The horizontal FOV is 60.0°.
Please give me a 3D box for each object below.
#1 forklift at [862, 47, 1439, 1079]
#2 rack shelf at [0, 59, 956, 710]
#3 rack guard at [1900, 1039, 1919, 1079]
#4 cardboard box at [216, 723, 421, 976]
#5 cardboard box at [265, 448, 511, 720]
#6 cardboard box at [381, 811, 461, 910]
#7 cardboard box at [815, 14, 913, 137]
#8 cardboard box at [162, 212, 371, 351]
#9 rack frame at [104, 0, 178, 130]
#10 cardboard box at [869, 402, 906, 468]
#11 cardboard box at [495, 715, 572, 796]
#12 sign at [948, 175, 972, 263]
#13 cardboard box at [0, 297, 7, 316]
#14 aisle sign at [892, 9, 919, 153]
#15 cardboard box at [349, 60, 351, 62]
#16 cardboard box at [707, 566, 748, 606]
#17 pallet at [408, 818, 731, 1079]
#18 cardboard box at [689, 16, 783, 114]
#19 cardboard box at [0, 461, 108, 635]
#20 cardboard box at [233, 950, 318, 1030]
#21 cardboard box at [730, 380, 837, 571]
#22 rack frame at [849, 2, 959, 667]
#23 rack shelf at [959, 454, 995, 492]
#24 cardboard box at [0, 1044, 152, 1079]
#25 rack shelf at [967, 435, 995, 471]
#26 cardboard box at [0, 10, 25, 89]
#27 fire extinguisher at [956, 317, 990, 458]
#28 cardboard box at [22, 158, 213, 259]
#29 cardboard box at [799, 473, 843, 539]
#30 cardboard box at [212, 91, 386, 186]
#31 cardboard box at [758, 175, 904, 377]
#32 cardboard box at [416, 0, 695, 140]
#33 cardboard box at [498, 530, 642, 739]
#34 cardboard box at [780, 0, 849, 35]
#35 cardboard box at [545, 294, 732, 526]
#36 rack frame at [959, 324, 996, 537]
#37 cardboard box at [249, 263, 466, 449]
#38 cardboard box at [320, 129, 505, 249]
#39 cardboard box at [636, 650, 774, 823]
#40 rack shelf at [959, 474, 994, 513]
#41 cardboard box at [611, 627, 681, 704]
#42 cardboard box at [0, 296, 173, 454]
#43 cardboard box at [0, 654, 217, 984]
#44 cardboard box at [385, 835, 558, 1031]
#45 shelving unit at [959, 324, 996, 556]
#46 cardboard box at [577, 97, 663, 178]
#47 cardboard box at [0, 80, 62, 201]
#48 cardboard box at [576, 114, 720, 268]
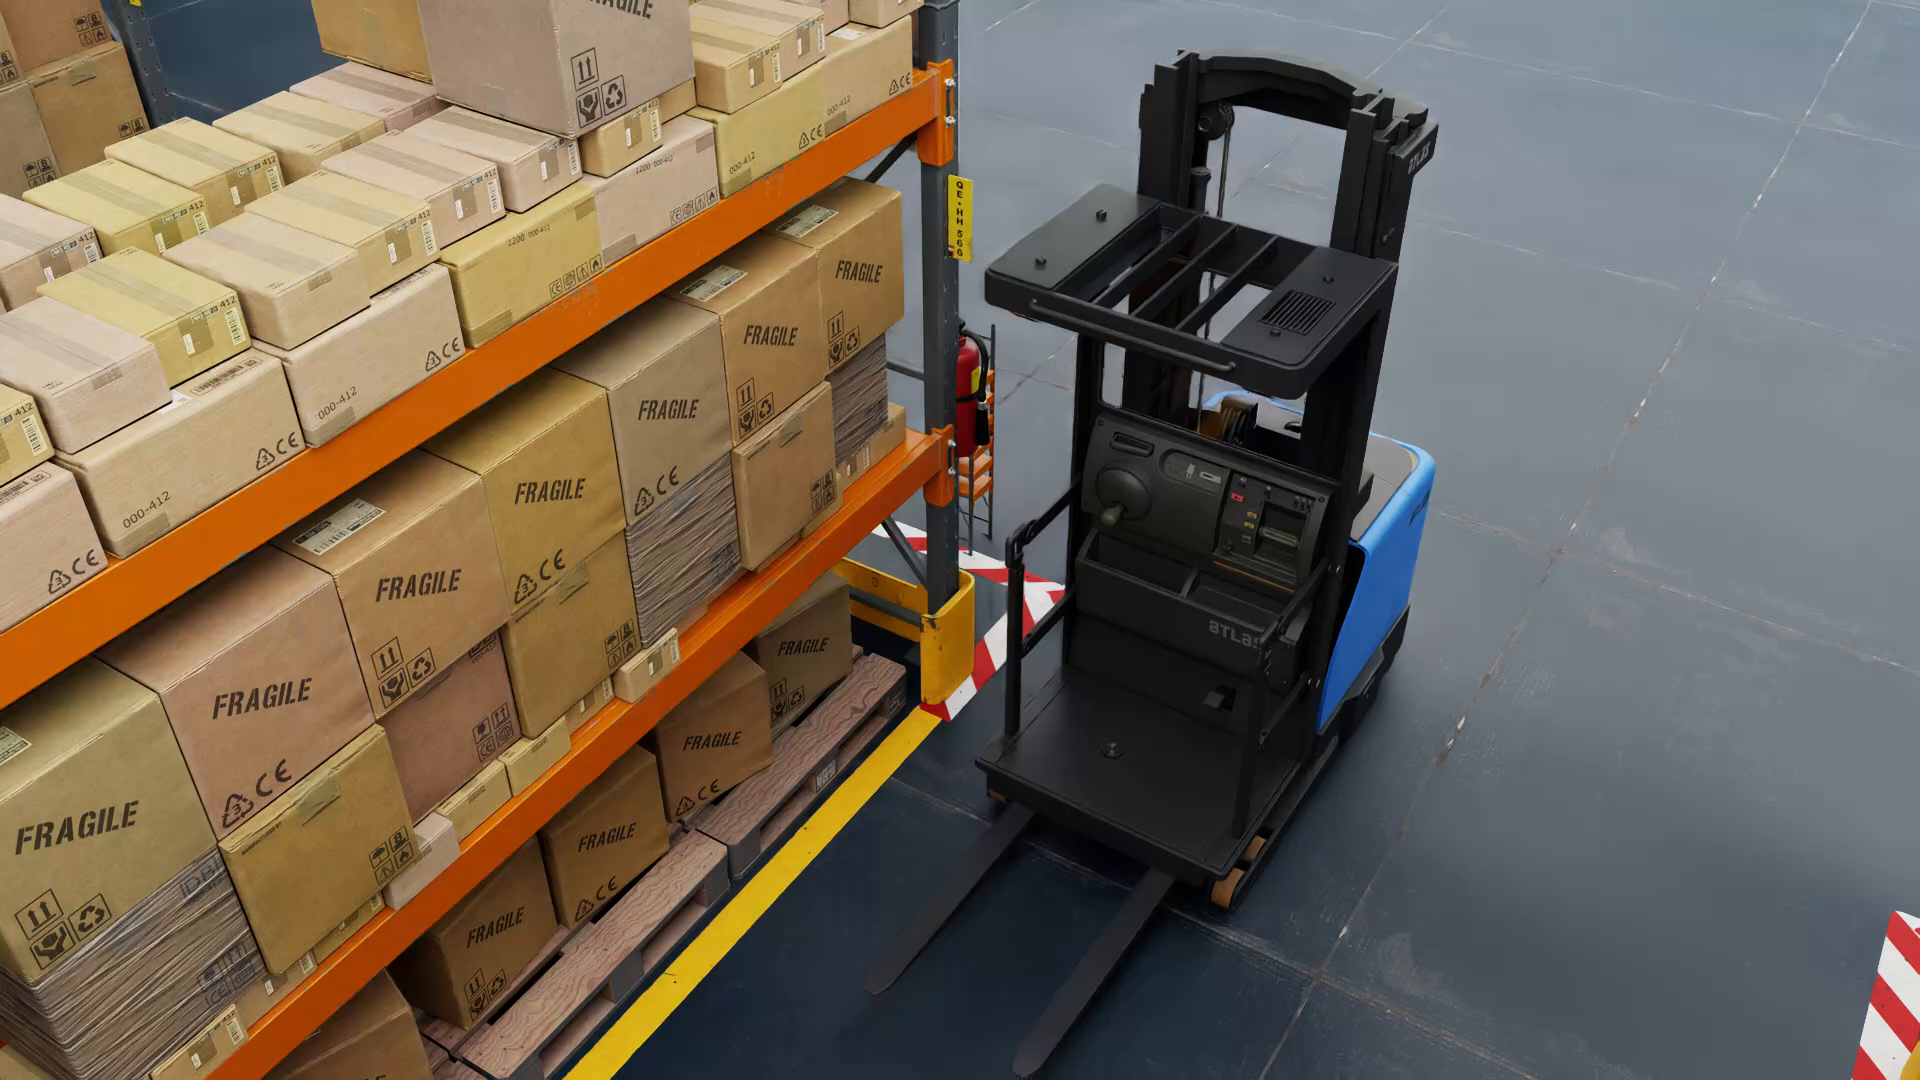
[{"bbox_3d":[0.765,-0.084,5.897,1.130,2.935,3.031,22,43,26],"label":"forklift"},{"bbox_3d":[-1.529,-0.644,4.701,1.077,0.370,4.000,21,42,25],"label":"rack shelf"},{"bbox_3d":[3.724,1.893,5.325,1.175,0.500,0.348,21,42,25],"label":"rack guard"},{"bbox_3d":[-2.009,0.675,4.532,0.875,0.500,0.500,21,42,25],"label":"cardboard box"},{"bbox_3d":[-1.609,0.072,4.495,0.500,0.500,0.500,21,42,25],"label":"cardboard box"},{"bbox_3d":[-1.681,0.867,4.814,0.380,0.149,0.250,21,42,25],"label":"cardboard box"},{"bbox_3d":[-0.501,-1.569,5.434,0.500,0.250,0.500,22,43,26],"label":"cardboard box"},{"bbox_3d":[-1.606,-0.605,3.857,0.380,0.149,0.250,20,42,24],"label":"cardboard box"},{"bbox_3d":[-4.591,-2.447,8.906,1.000,3.000,0.127,21,42,25],"label":"rack frame"},{"bbox_3d":[-0.435,-0.458,6.533,0.380,0.149,0.250,21,42,25],"label":"cardboard box"},{"bbox_3d":[-1.439,0.599,5.161,0.380,0.149,0.250,21,42,25],"label":"cardboard box"},{"bbox_3d":[0.001,-1.164,6.035,0.100,0.325,0.005,21,42,25],"label":"sign"},{"bbox_3d":[-2.388,-0.524,3.752,0.380,0.149,0.250,19,42,23],"label":"cardboard box"},{"bbox_3d":[-0.171,-1.736,5.855,0.394,0.787,0.004,21,42,25],"label":"aisle sign"},{"bbox_3d":[-1.525,-1.333,4.801,0.380,0.149,0.250,19,42,23],"label":"cardboard box"},{"bbox_3d":[-0.976,0.055,5.867,0.380,0.149,0.250,21,42,25],"label":"cardboard box"},{"bbox_3d":[-1.617,1.405,6.194,1.003,0.211,1.213,21,42,25],"label":"pallet"},{"bbox_3d":[-0.749,-1.403,4.893,0.380,0.149,0.250,21,43,25],"label":"cardboard box"},{"bbox_3d":[-2.143,0.013,3.382,0.500,0.250,0.500,20,42,23],"label":"cardboard box"},{"bbox_3d":[-1.975,1.114,4.493,0.380,0.149,0.250,21,42,25],"label":"cardboard box"},{"bbox_3d":[-0.941,-0.358,5.871,0.875,0.500,0.500,21,42,25],"label":"cardboard box"},{"bbox_3d":[-0.457,-0.772,6.734,1.000,3.000,0.127,21,42,25],"label":"rack frame"},{"bbox_3d":[0.008,-0.353,7.933,0.258,0.103,0.180,21,42,25],"label":"rack shelf"},{"bbox_3d":[-2.231,1.377,4.152,0.380,0.149,0.250,21,42,25],"label":"cardboard box"},{"bbox_3d":[0.008,-0.448,7.860,0.258,0.103,0.180,21,42,25],"label":"rack shelf"},{"bbox_3d":[-5.039,-2.441,7.892,0.875,0.550,0.550,21,42,25],"label":"cardboard box"},{"bbox_3d":[-0.007,-0.650,6.639,0.296,0.674,0.183,21,42,25],"label":"fire extinguisher"},{"bbox_3d":[-2.062,-0.784,4.089,0.380,0.149,0.250,23,43,27],"label":"cardboard box"},{"bbox_3d":[-0.660,-0.184,6.177,0.380,0.149,0.250,21,42,25],"label":"cardboard box"},{"bbox_3d":[-1.749,-1.050,4.434,0.380,0.149,0.250,20,42,24],"label":"cardboard box"},{"bbox_3d":[-0.543,-0.961,5.835,0.500,0.500,0.500,21,42,25],"label":"cardboard box"},{"bbox_3d":[-1.074,-1.434,4.401,0.500,0.500,0.500,21,42,25],"label":"cardboard box"},{"bbox_3d":[-1.524,0.140,5.226,0.875,0.500,0.500,21,42,25],"label":"cardboard box"},{"bbox_3d":[-0.581,-1.718,5.300,0.380,0.149,0.250,20,42,24],"label":"cardboard box"},{"bbox_3d":[-1.076,-0.445,5.165,0.500,0.500,0.500,21,42,25],"label":"cardboard box"},{"bbox_3d":[0.057,-0.530,7.894,0.240,1.200,0.006,21,42,25],"label":"rack frame"},{"bbox_3d":[-1.588,-0.514,4.065,0.500,0.250,0.500,19,42,23],"label":"cardboard box"},{"bbox_3d":[-1.390,-0.892,4.229,0.380,0.149,0.250,22,43,26],"label":"cardboard box"},{"bbox_3d":[-1.097,0.687,6.544,0.500,0.500,0.500,-29,46,-32],"label":"cardboard box"},{"bbox_3d":[0.008,-0.258,8.007,0.258,0.103,0.180,21,42,25],"label":"rack shelf"},{"bbox_3d":[-1.150,0.349,5.485,0.380,0.149,0.250,21,42,25],"label":"cardboard box"},{"bbox_3d":[-1.917,-0.356,3.534,0.380,0.149,0.250,21,43,25],"label":"cardboard box"},{"bbox_3d":[-2.144,0.588,3.826,0.500,0.500,0.500,21,42,25],"label":"cardboard box"},{"bbox_3d":[-1.785,1.277,5.780,0.500,0.500,0.500,17,41,21],"label":"cardboard box"},{"bbox_3d":[0.008,-0.483,7.833,0.258,1.200,0.189,21,42,25],"label":"shelving unit"},{"bbox_3d":[-1.046,-1.145,4.557,0.380,0.149,0.250,19,42,23],"label":"cardboard box"},{"bbox_3d":[-5.028,-2.009,8.216,0.875,0.550,0.550,21,42,25],"label":"cardboard box"},{"bbox_3d":[-1.048,-1.049,4.760,0.500,0.250,0.500,22,43,26],"label":"cardboard box"}]
